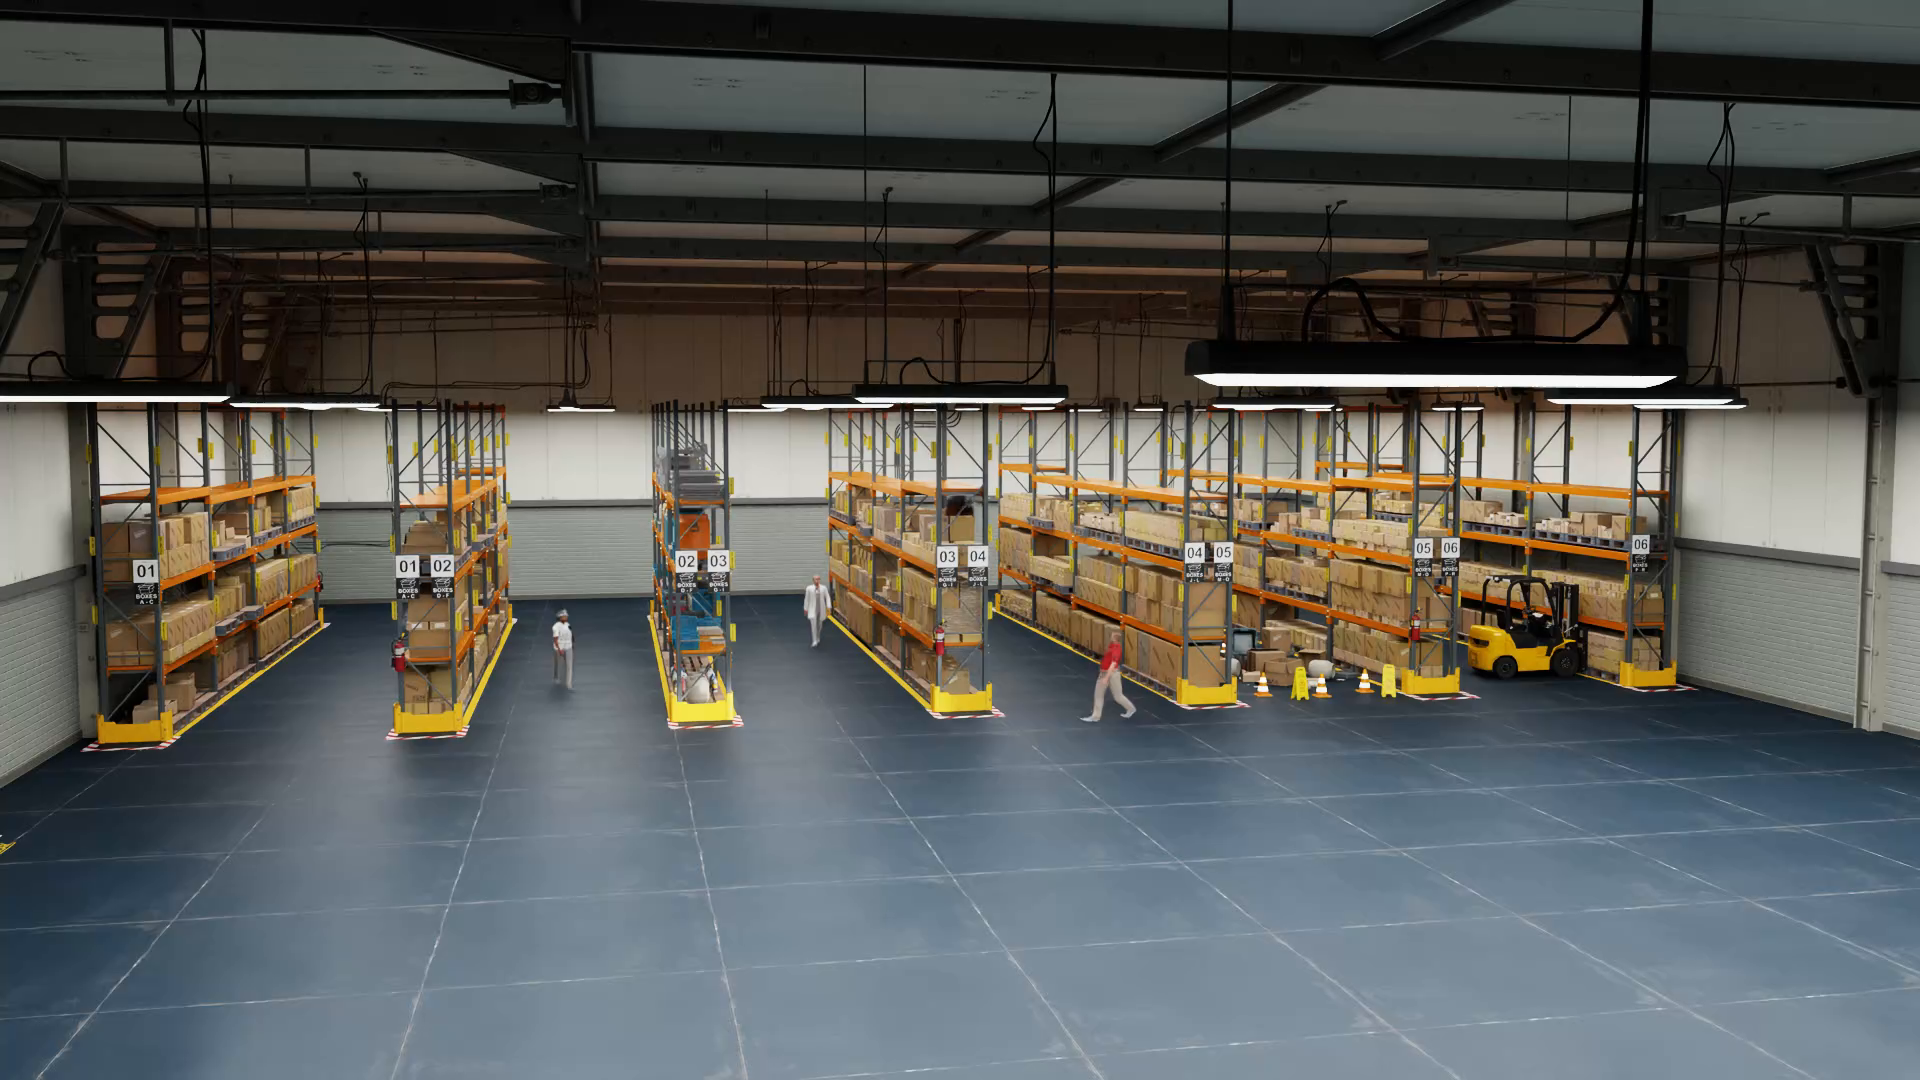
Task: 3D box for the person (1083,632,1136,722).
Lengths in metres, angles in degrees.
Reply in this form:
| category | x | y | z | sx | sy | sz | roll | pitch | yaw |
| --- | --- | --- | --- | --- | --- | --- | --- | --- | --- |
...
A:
| category | x | y | z | sx | sy | sz | roll | pitch | yaw |
| --- | --- | --- | --- | --- | --- | --- | --- | --- | --- |
| person | 2.806 | 2.549 | 30.975 | 0.974 | 1.676 | 0.517 | -3 | 5 | -34 |

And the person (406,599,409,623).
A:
| category | x | y | z | sx | sy | sz | roll | pitch | yaw |
| --- | --- | --- | --- | --- | --- | --- | --- | --- | --- |
| person | -14.621 | 1.568 | 44.620 | 0.528 | 1.595 | 0.463 | 0 | 4 | 5 |

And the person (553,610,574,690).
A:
| category | x | y | z | sx | sy | sz | roll | pitch | yaw |
| --- | --- | --- | --- | --- | --- | --- | --- | --- | --- |
| person | -8.309 | 2.279 | 34.838 | 0.428 | 1.643 | 0.964 | -2 | 5 | -19 |

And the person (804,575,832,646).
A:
| category | x | y | z | sx | sy | sz | roll | pitch | yaw |
| --- | --- | --- | --- | --- | --- | --- | --- | --- | --- |
| person | -3.515 | 1.728 | 41.132 | 0.660 | 1.716 | 1.104 | -1 | 4 | -14 |

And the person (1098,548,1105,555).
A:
| category | x | y | z | sx | sy | sz | roll | pitch | yaw |
| --- | --- | --- | --- | --- | --- | --- | --- | --- | --- |
| person | 4.300 | 1.046 | 50.303 | 0.560 | 1.781 | 0.429 | -1 | 4 | -12 |
